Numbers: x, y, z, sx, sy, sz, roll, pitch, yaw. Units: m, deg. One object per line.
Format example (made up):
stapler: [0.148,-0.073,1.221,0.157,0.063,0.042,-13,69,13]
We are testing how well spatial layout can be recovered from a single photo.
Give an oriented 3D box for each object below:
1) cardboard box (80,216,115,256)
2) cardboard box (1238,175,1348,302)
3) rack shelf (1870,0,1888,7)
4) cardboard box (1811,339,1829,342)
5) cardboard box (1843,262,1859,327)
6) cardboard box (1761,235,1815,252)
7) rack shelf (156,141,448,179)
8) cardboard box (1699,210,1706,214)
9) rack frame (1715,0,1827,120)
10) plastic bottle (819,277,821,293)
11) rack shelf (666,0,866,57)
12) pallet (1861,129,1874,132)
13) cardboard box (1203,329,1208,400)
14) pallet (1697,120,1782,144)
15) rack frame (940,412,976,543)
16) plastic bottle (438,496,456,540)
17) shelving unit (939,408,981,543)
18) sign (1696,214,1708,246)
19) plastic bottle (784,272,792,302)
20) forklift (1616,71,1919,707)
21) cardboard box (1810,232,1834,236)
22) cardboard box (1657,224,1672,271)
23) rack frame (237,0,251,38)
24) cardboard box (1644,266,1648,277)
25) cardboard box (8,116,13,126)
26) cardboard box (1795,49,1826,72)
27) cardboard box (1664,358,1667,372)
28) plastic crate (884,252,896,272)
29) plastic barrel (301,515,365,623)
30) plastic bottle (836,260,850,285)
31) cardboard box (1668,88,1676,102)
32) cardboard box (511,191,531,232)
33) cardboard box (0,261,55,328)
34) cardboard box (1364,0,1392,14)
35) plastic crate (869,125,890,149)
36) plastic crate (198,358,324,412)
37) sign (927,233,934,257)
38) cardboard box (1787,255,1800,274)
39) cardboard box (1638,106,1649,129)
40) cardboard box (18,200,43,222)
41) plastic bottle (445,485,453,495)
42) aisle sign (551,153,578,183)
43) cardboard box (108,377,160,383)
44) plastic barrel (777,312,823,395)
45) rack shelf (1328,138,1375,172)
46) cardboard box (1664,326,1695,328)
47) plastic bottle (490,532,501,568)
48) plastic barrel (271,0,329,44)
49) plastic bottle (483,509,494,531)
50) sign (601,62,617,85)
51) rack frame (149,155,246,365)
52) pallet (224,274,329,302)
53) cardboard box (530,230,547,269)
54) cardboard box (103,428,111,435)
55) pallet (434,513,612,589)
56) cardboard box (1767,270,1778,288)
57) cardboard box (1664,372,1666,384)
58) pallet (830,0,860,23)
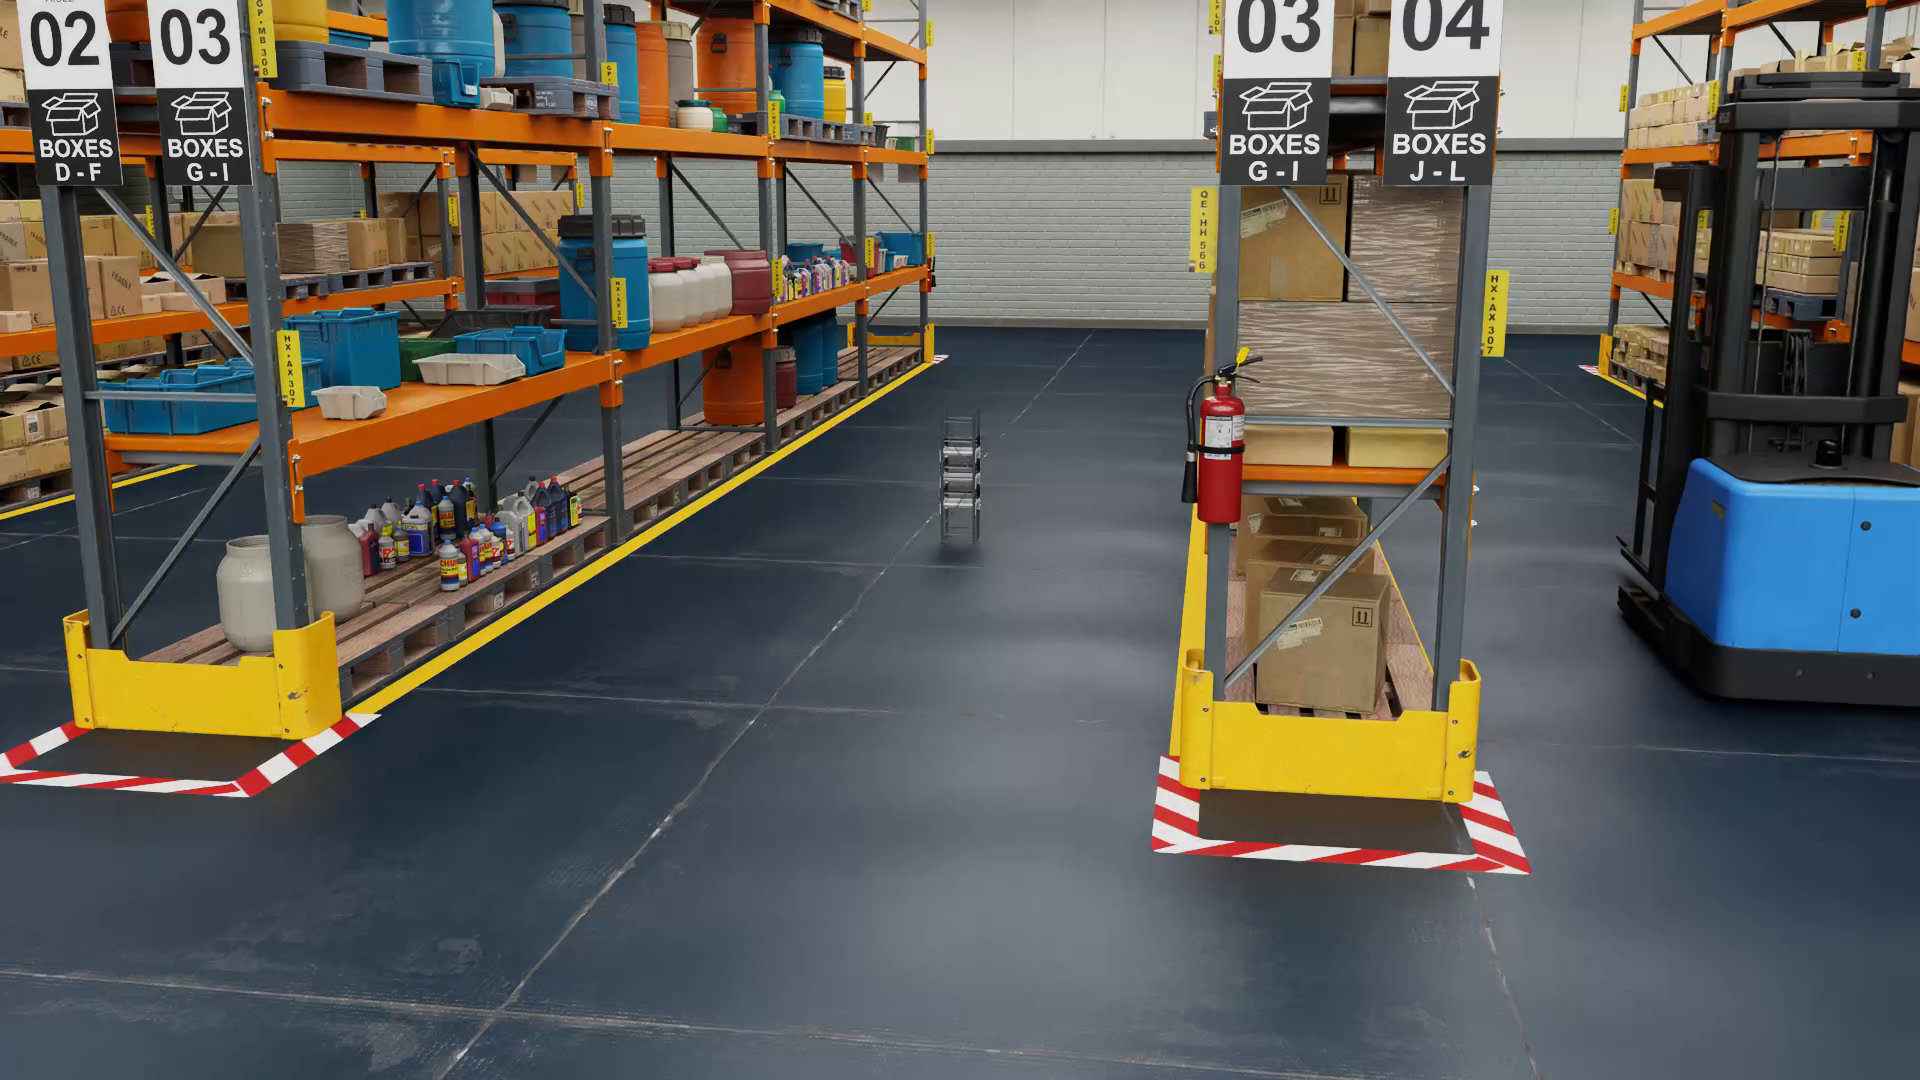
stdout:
cardboard box: [-11.251,-3.694,20.801,0.980,0.700,0.700,2,12,10]
cardboard box: [1.328,-1.261,6.907,0.500,0.500,0.500,2,12,9]
rack shelf: [7.295,-3.908,10.924,1.077,0.370,4.000,2,12,9]
cardboard box: [8.194,-1.741,15.609,0.500,0.250,0.500,1,12,6]
cardboard box: [7.267,-1.903,12.967,0.500,0.500,0.500,2,12,9]
cardboard box: [7.387,-2.642,14.818,0.380,0.149,0.250,2,12,9]
rack shelf: [-6.763,-3.973,17.398,1.077,0.370,4.000,2,12,9]
cardboard box: [8.023,-3.561,17.581,0.500,0.500,0.500,1,12,7]
rack frame: [8.218,-5.704,16.602,1.000,3.000,0.127,2,12,9]
plastic bottle: [-1.483,-2.642,17.103,0.097,0.201,0.097,0,12,0]
rack shelf: [-1.869,-5.083,16.376,1.077,0.370,4.000,2,12,9]
pallet: [7.556,-3.177,12.444,1.213,0.211,1.003,2,12,11]
cardboard box: [2.844,-1.430,15.057,1.225,0.875,0.875,1,12,6]
pallet: [8.018,-4.021,16.357,1.213,0.211,1.003,2,12,9]
rack frame: [-0.014,-0.420,11.308,0.240,0.900,0.006,2,12,9]
plastic bottle: [-3.229,-0.141,10.460,0.097,0.271,0.097,0,12,0]
shelving unit: [0.001,-0.442,11.406,0.258,0.900,0.210,2,12,9]
sign: [7.681,-3.211,17.217,0.100,0.325,0.005,2,12,9]
plastic bottle: [-1.654,-2.426,15.909,0.061,0.283,0.133,2,12,9]
forklift: [4.273,-0.926,8.831,1.130,2.935,3.031,2,12,9]
cardboard box: [8.148,-2.784,15.477,0.380,0.149,0.250,1,12,6]
cardboard box: [8.172,-3.287,18.683,0.500,0.500,0.500,2,12,8]
rack frame: [-3.407,-3.548,6.599,1.000,3.000,0.127,2,12,9]
cardboard box: [8.397,-3.202,19.827,0.380,0.149,0.250,2,12,8]
cardboard box: [-11.477,-5.232,20.653,0.500,0.250,0.500,2,12,9]
cardboard box: [7.586,-4.189,14.638,0.396,0.266,0.258,2,12,9]
cardboard box: [8.006,-1.918,18.335,0.380,0.149,0.250,1,12,7]
plastic crate: [-1.009,-3.458,20.675,0.416,0.233,0.300,2,12,9]
plastic barrel: [-3.304,0.151,8.580,0.421,0.512,0.421,0,12,0]
plastic bottle: [-1.302,-2.961,18.406,0.152,0.276,0.135,2,12,9]
cardboard box: [8.188,-5.001,18.683,0.380,0.149,0.250,2,12,8]
cardboard box: [-5.868,-4.224,21.361,0.500,0.500,0.500,2,12,10]
cardboard box: [-7.470,-1.928,13.080,0.500,0.500,0.500,3,12,13]
cardboard box: [1.758,-2.093,6.375,0.380,0.149,0.250,2,12,8]
plastic crate: [-1.099,-4.766,19.678,0.497,0.269,0.590,2,12,9]
plastic crate: [-3.520,-0.792,8.401,0.499,0.251,0.408,2,12,9]
sign: [-0.400,-4.012,22.601,0.100,0.325,0.005,2,12,9]
cardboard box: [7.268,-2.340,14.125,0.380,0.149,0.250,2,12,11]
cardboard box: [8.430,-5.050,19.855,0.500,0.250,0.500,2,12,8]
cardboard box: [-11.170,-3.900,19.699,0.500,0.250,0.500,2,12,10]
plastic bottle: [-3.296,-0.212,10.777,0.152,0.276,0.135,2,12,11]
aisle sign: [-5.527,-5.383,23.180,0.394,0.787,0.004,2,12,9]
cardboard box: [-7.061,-1.247,14.360,0.500,0.311,0.500,2,12,8]
plastic barrel: [-1.771,-2.033,17.792,0.600,0.901,0.708,2,12,9]
rack shelf: [2.410,-2.819,12.041,1.077,0.370,4.000,2,12,9]
cardboard box: [9.002,-2.588,20.742,0.380,0.149,0.250,2,12,9]
plastic bottle: [-2.737,0.057,9.707,0.097,0.201,0.097,0,12,0]
plastic barrel: [-3.357,-2.621,7.971,0.600,0.588,0.600,0,12,0]
plastic bottle: [-2.819,-0.055,10.031,0.061,0.283,0.133,2,12,9]
sign: [-2.250,-2.899,10.684,0.100,0.325,0.005,2,12,9]
rack frame: [-7.070,-2.442,15.706,1.000,3.000,0.127,2,12,9]
pallet: [-7.035,-2.492,16.392,1.213,0.211,1.003,2,12,9]
cardboard box: [-5.798,-3.843,21.967,0.500,0.500,0.500,2,12,9]
cardboard box: [-7.222,-0.761,13.435,0.500,0.250,0.500,1,12,7]
pallet: [-2.936,0.053,10.746,1.003,0.211,1.213,2,12,9]
cardboard box: [7.346,-2.296,14.626,0.380,0.149,0.250,2,12,8]
cardboard box: [8.041,-1.784,18.423,0.380,0.149,0.250,1,12,7]
pallet: [-1.658,-5.585,17.448,1.003,0.211,1.213,2,12,9]
